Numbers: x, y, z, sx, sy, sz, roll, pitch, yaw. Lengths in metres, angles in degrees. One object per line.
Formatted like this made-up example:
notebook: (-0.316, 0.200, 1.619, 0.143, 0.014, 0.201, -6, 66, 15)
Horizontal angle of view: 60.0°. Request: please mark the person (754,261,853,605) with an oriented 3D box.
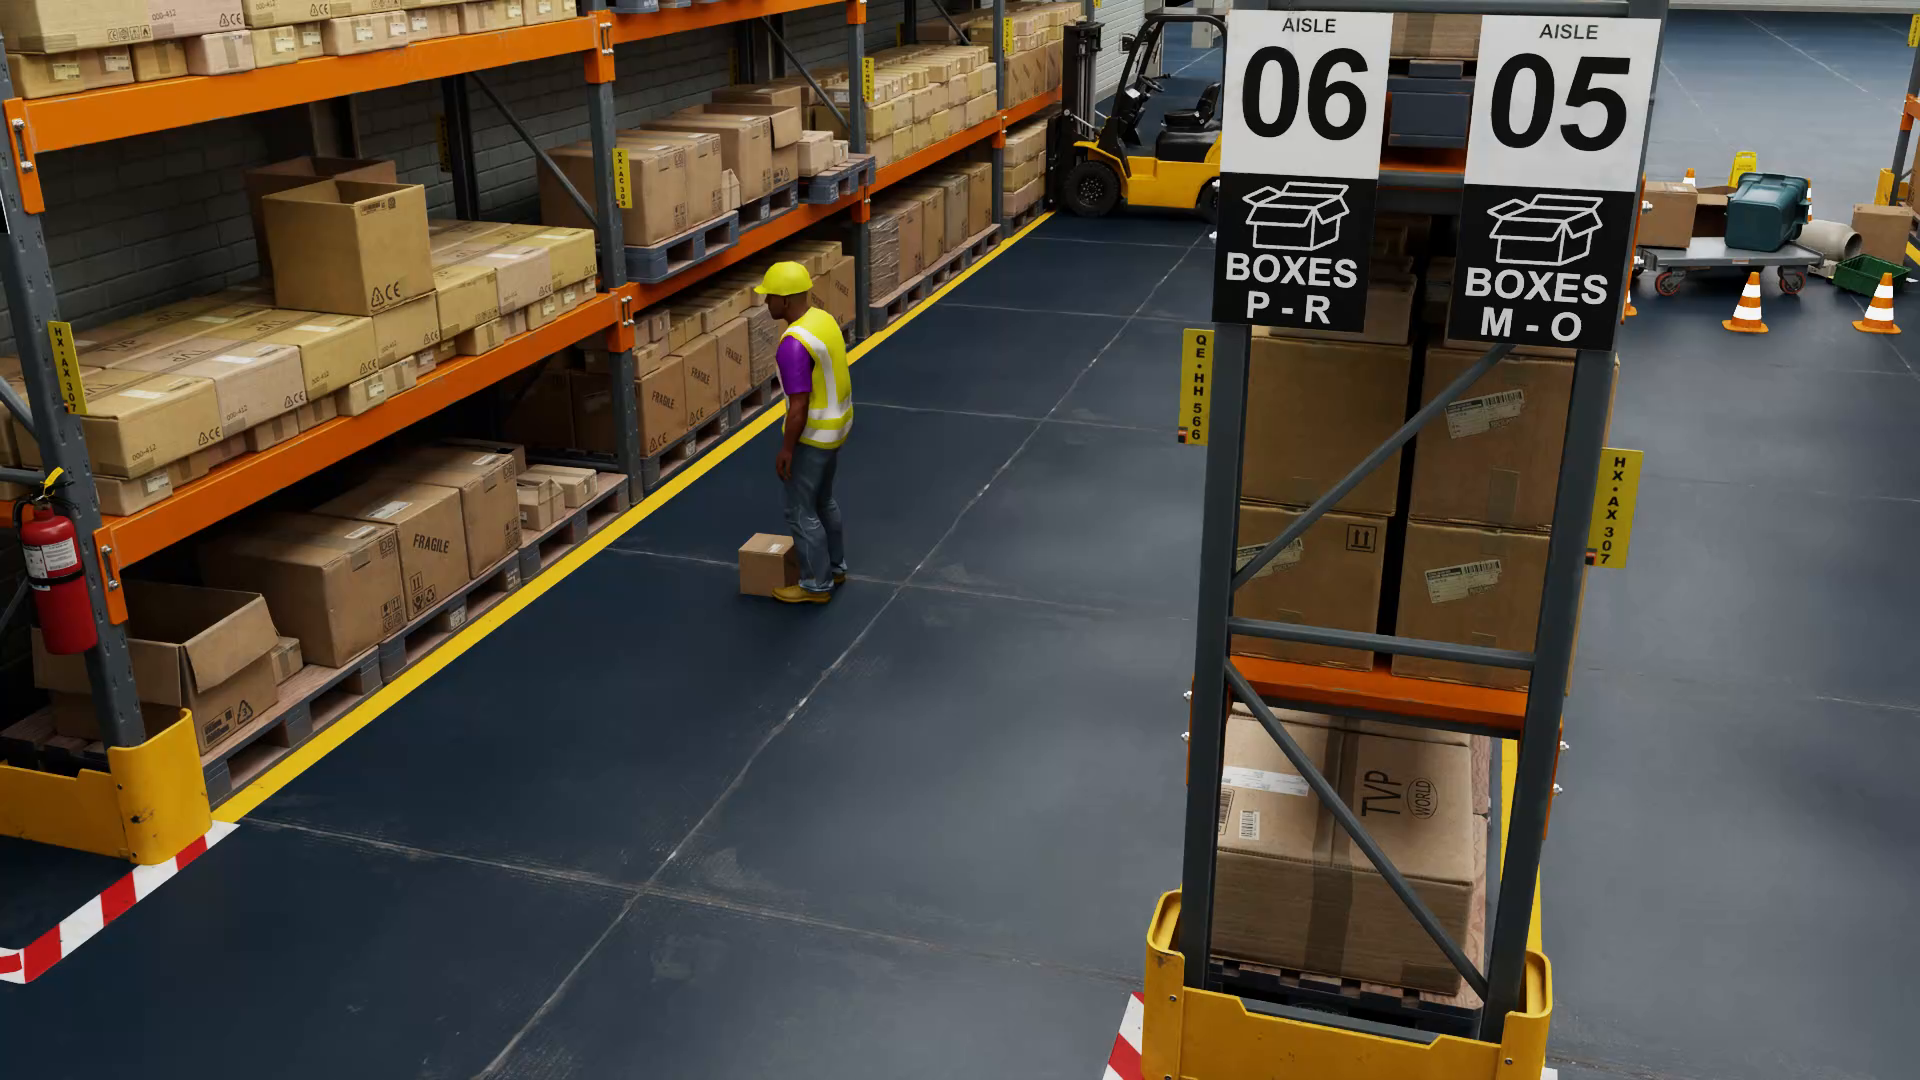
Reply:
person: (-0.780, -0.541, 8.414, 0.454, 1.761, 0.636, 5, 22, 13)
